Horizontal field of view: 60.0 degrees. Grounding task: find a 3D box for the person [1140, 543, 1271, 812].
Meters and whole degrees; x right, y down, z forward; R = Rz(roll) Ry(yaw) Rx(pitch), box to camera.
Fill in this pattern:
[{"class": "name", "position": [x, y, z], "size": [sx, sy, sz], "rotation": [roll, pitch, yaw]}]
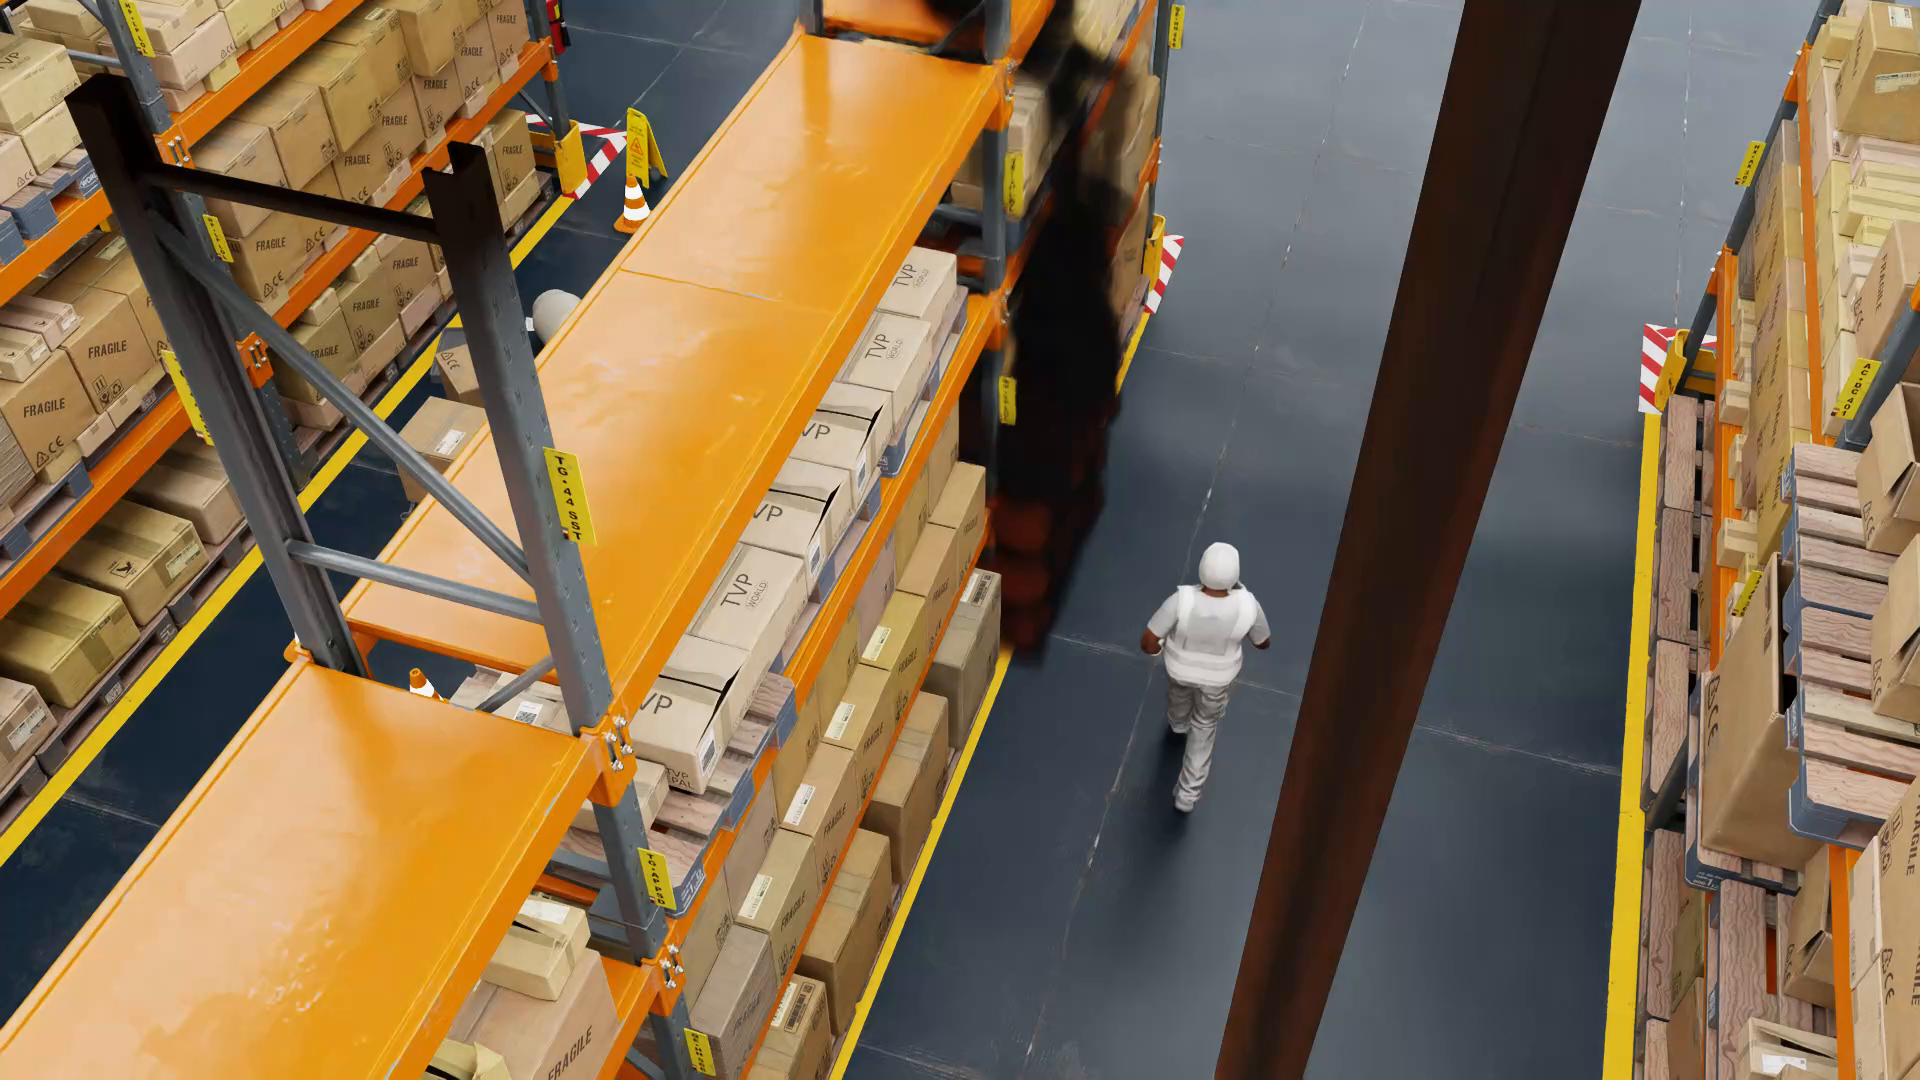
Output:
[{"class": "person", "position": [1.334, 0.709, 9.159], "size": [0.672, 1.820, 0.928], "rotation": [11, 47, 10]}]
